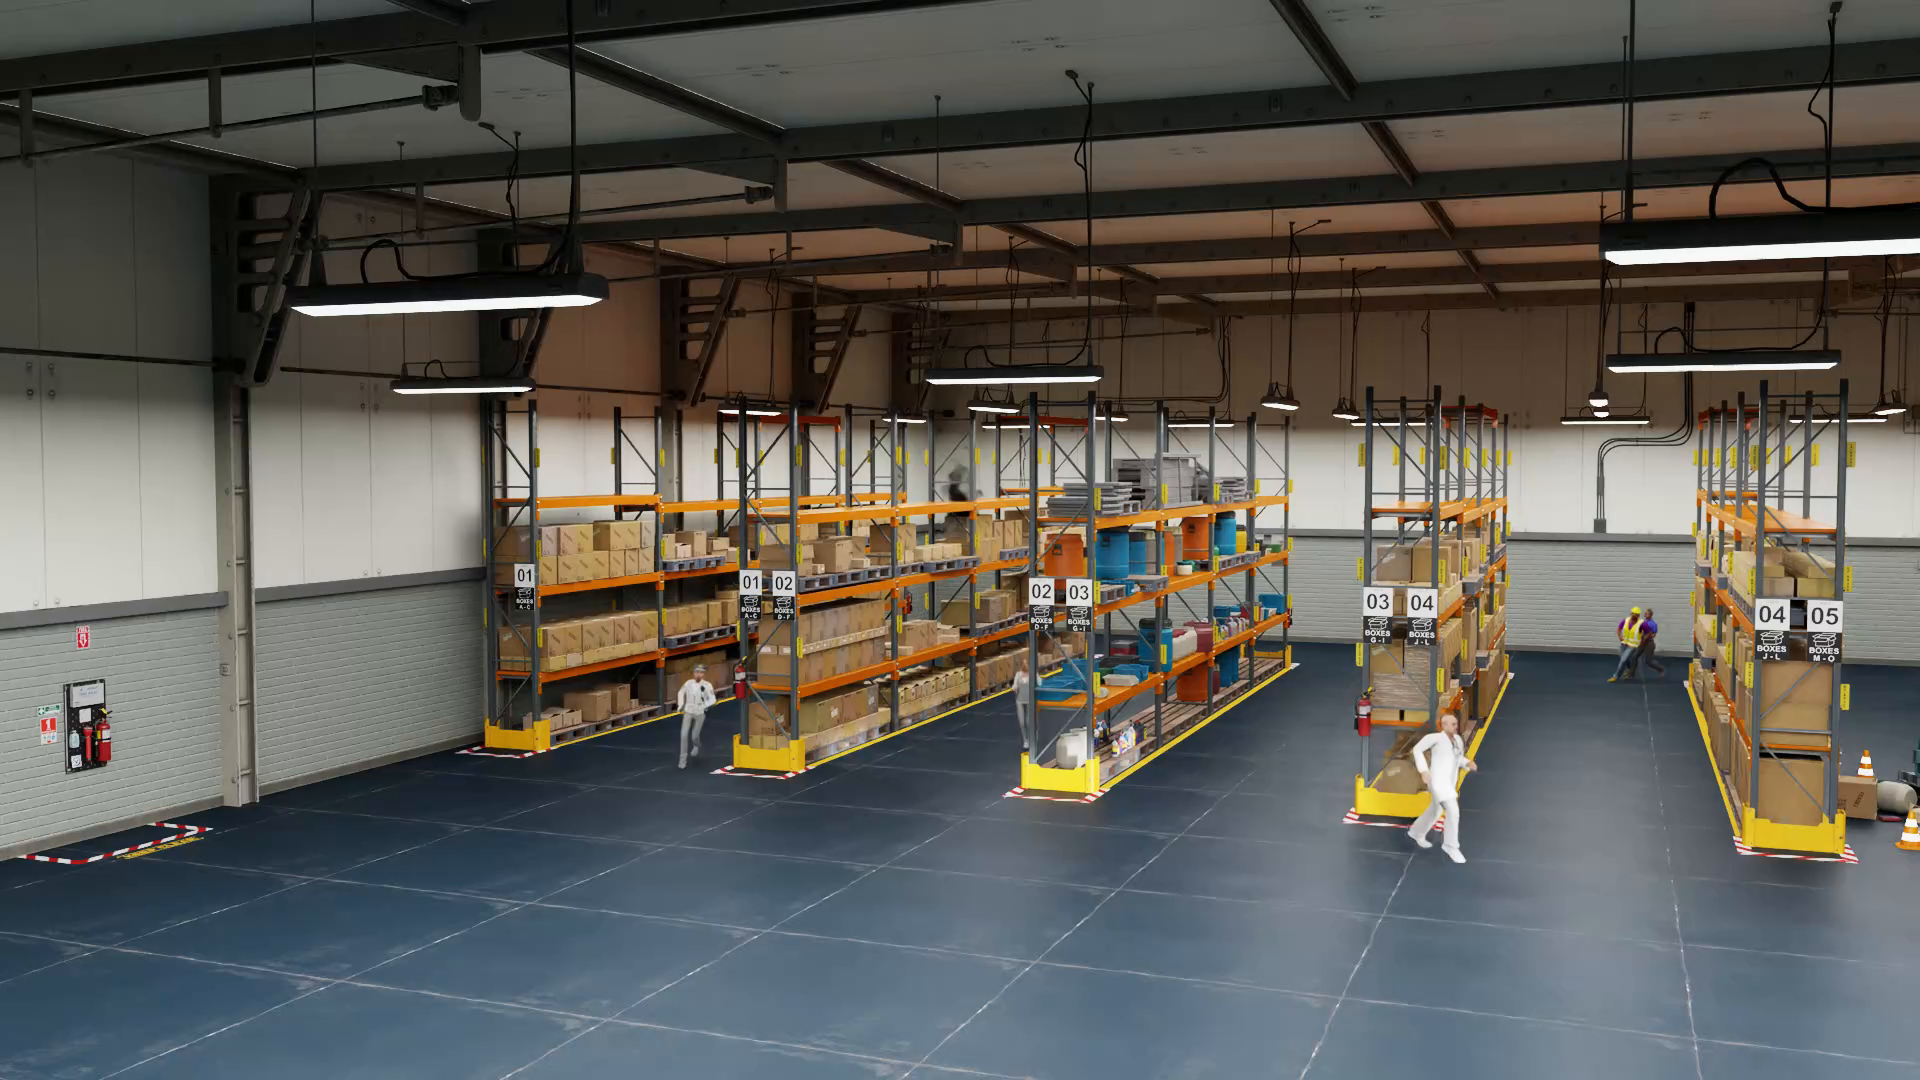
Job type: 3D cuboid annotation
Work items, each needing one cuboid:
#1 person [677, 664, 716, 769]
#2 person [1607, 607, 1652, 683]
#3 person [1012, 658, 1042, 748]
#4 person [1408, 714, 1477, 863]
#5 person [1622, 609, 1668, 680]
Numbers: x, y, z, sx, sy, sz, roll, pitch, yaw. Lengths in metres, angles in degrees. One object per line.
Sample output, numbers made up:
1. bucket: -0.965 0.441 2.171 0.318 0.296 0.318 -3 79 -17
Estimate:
1. person: -4.308 2.852 27.177 0.652 1.685 0.814 0 3 5
2. person: 14.978 2.327 37.044 0.944 1.690 0.737 -2 4 -38
3. person: 1.129 2.802 28.482 0.522 1.557 0.555 1 3 16
4. person: 6.048 3.091 20.929 0.623 1.826 0.988 -3 4 -42
5. person: 15.436 2.364 37.319 0.904 1.646 0.606 0 3 -9
